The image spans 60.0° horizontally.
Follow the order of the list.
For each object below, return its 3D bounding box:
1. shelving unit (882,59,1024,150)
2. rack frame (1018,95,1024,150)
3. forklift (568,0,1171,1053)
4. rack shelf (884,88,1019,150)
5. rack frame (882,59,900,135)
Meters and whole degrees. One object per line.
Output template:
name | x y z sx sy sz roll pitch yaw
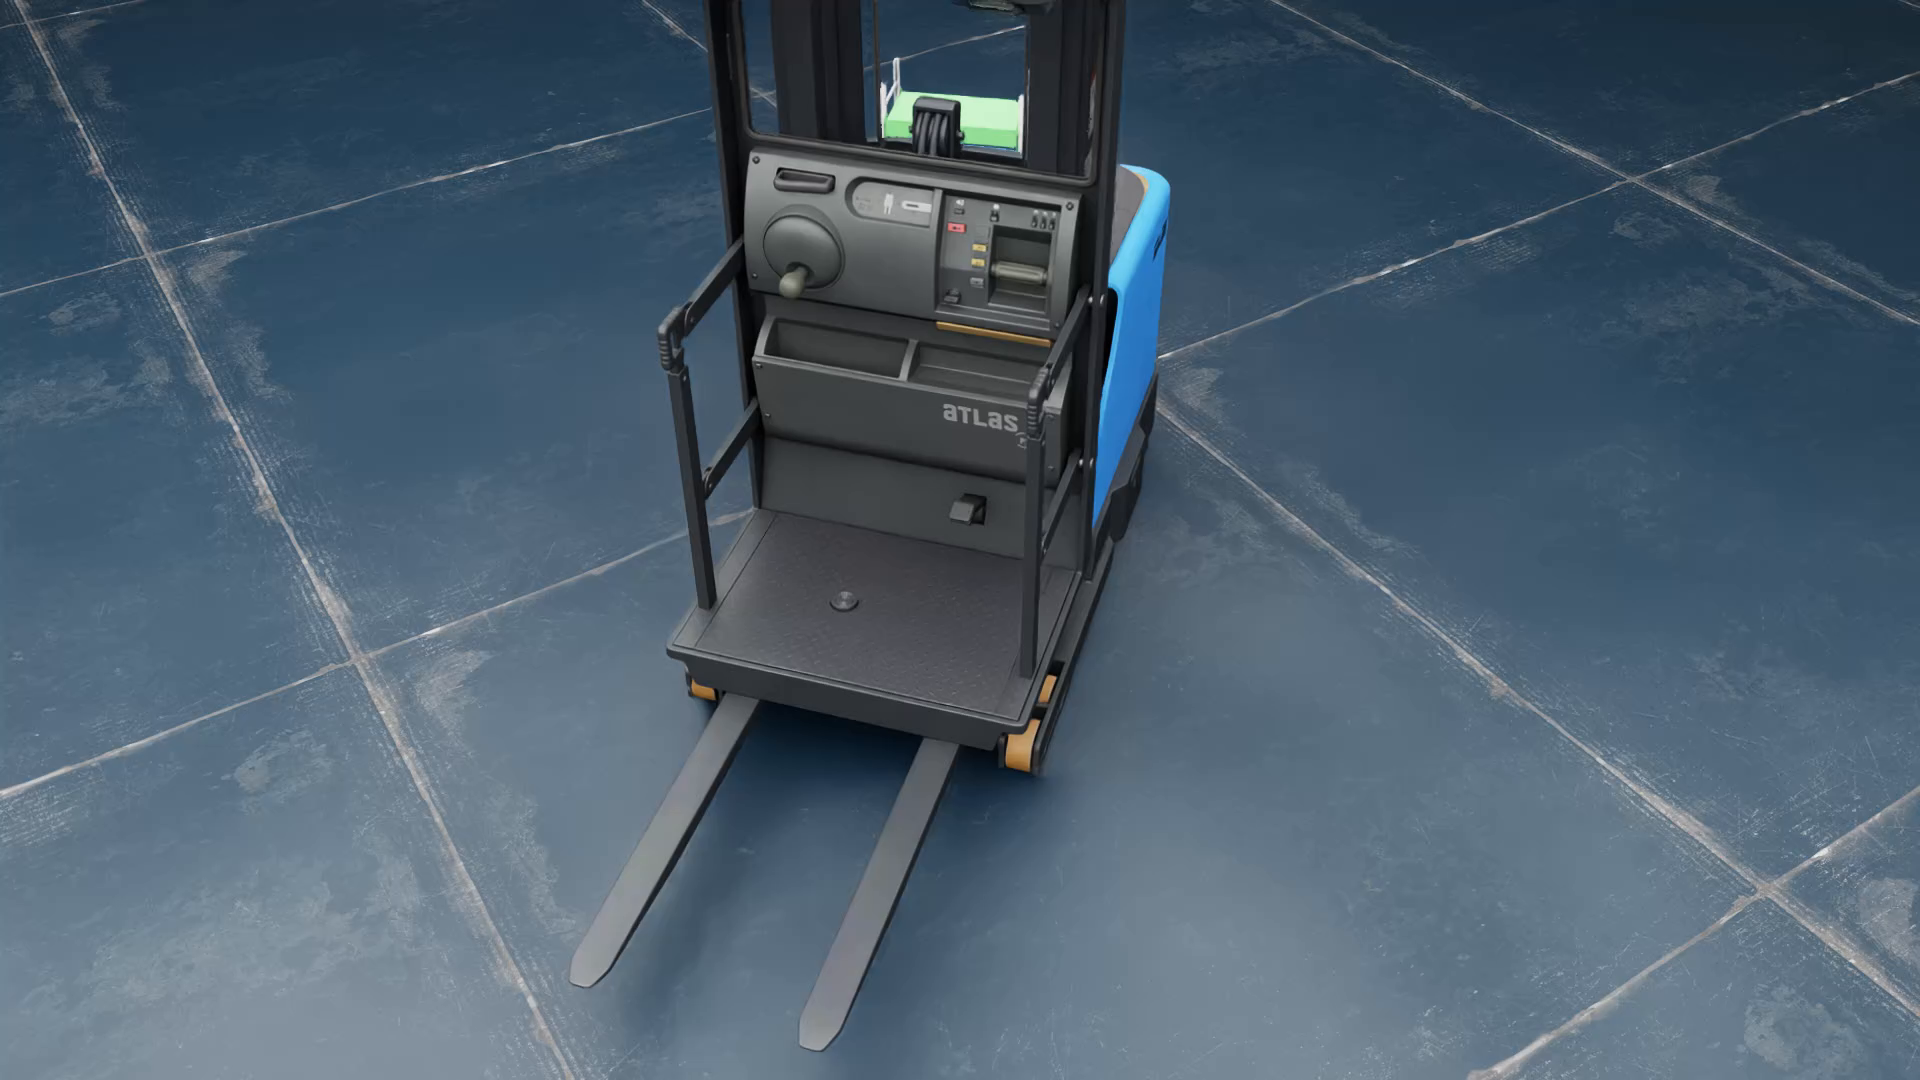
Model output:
shelving unit | -0.010 -1.146 6.184 0.503 1.200 0.258 7 39 8
rack frame | 0.230 -1.116 6.148 0.015 1.200 0.240 7 39 8
forklift | -0.202 -0.729 4.335 1.130 2.935 3.031 11 41 13
rack shelf | -0.008 -1.471 5.924 0.480 0.148 0.258 7 39 8
rack frame | -0.249 -1.176 6.220 0.015 1.200 0.240 7 39 8
